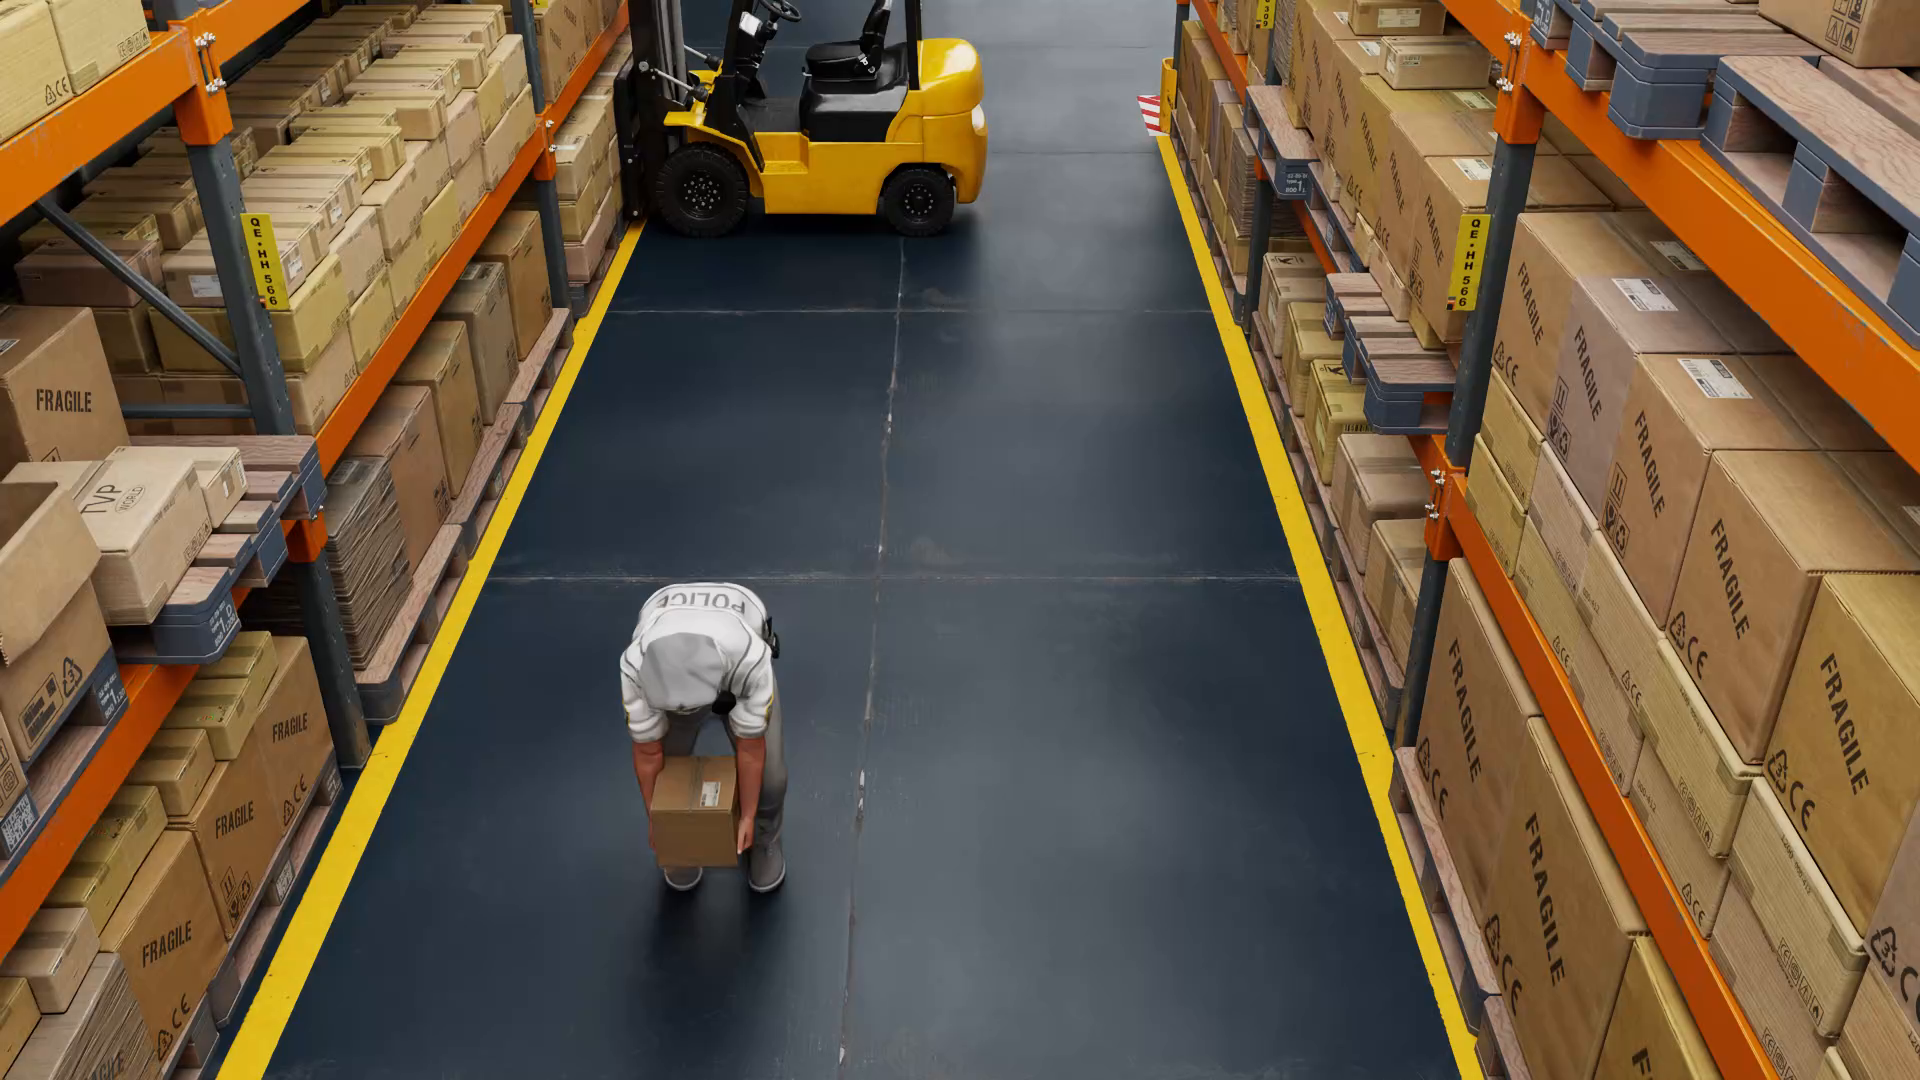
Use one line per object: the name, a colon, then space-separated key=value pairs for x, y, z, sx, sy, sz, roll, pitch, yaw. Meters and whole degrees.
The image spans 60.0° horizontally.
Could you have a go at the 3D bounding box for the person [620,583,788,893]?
person: x=-0.825 y=0.686 z=5.401 sx=0.494 sy=1.341 sz=0.987 roll=-1 pitch=31 yaw=-2
